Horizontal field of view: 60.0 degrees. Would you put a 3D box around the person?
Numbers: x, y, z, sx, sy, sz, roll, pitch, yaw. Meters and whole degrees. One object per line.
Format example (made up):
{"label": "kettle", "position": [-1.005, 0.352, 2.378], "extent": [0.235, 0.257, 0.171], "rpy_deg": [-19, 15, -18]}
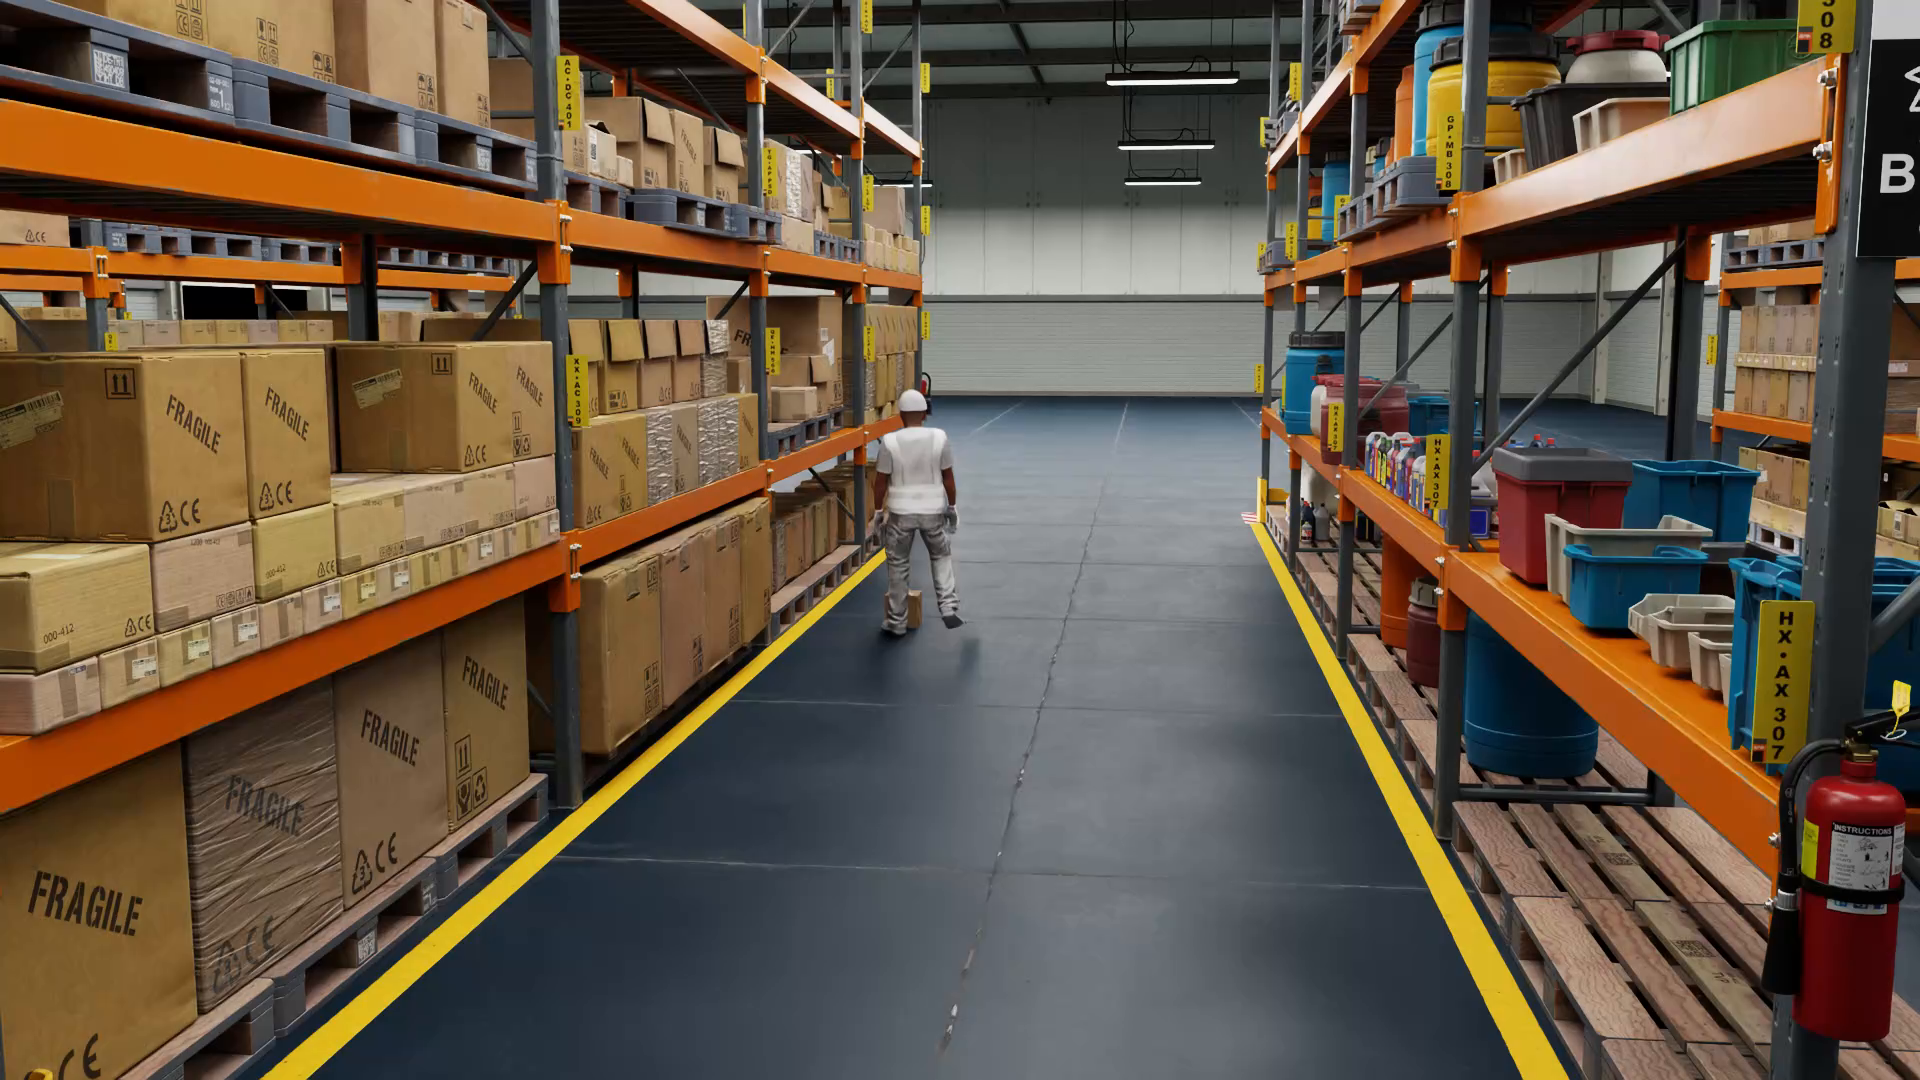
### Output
{"label": "person", "position": [-0.312, -0.198, 12.044], "extent": [0.641, 1.786, 0.580], "rpy_deg": [-2, 8, -13]}
